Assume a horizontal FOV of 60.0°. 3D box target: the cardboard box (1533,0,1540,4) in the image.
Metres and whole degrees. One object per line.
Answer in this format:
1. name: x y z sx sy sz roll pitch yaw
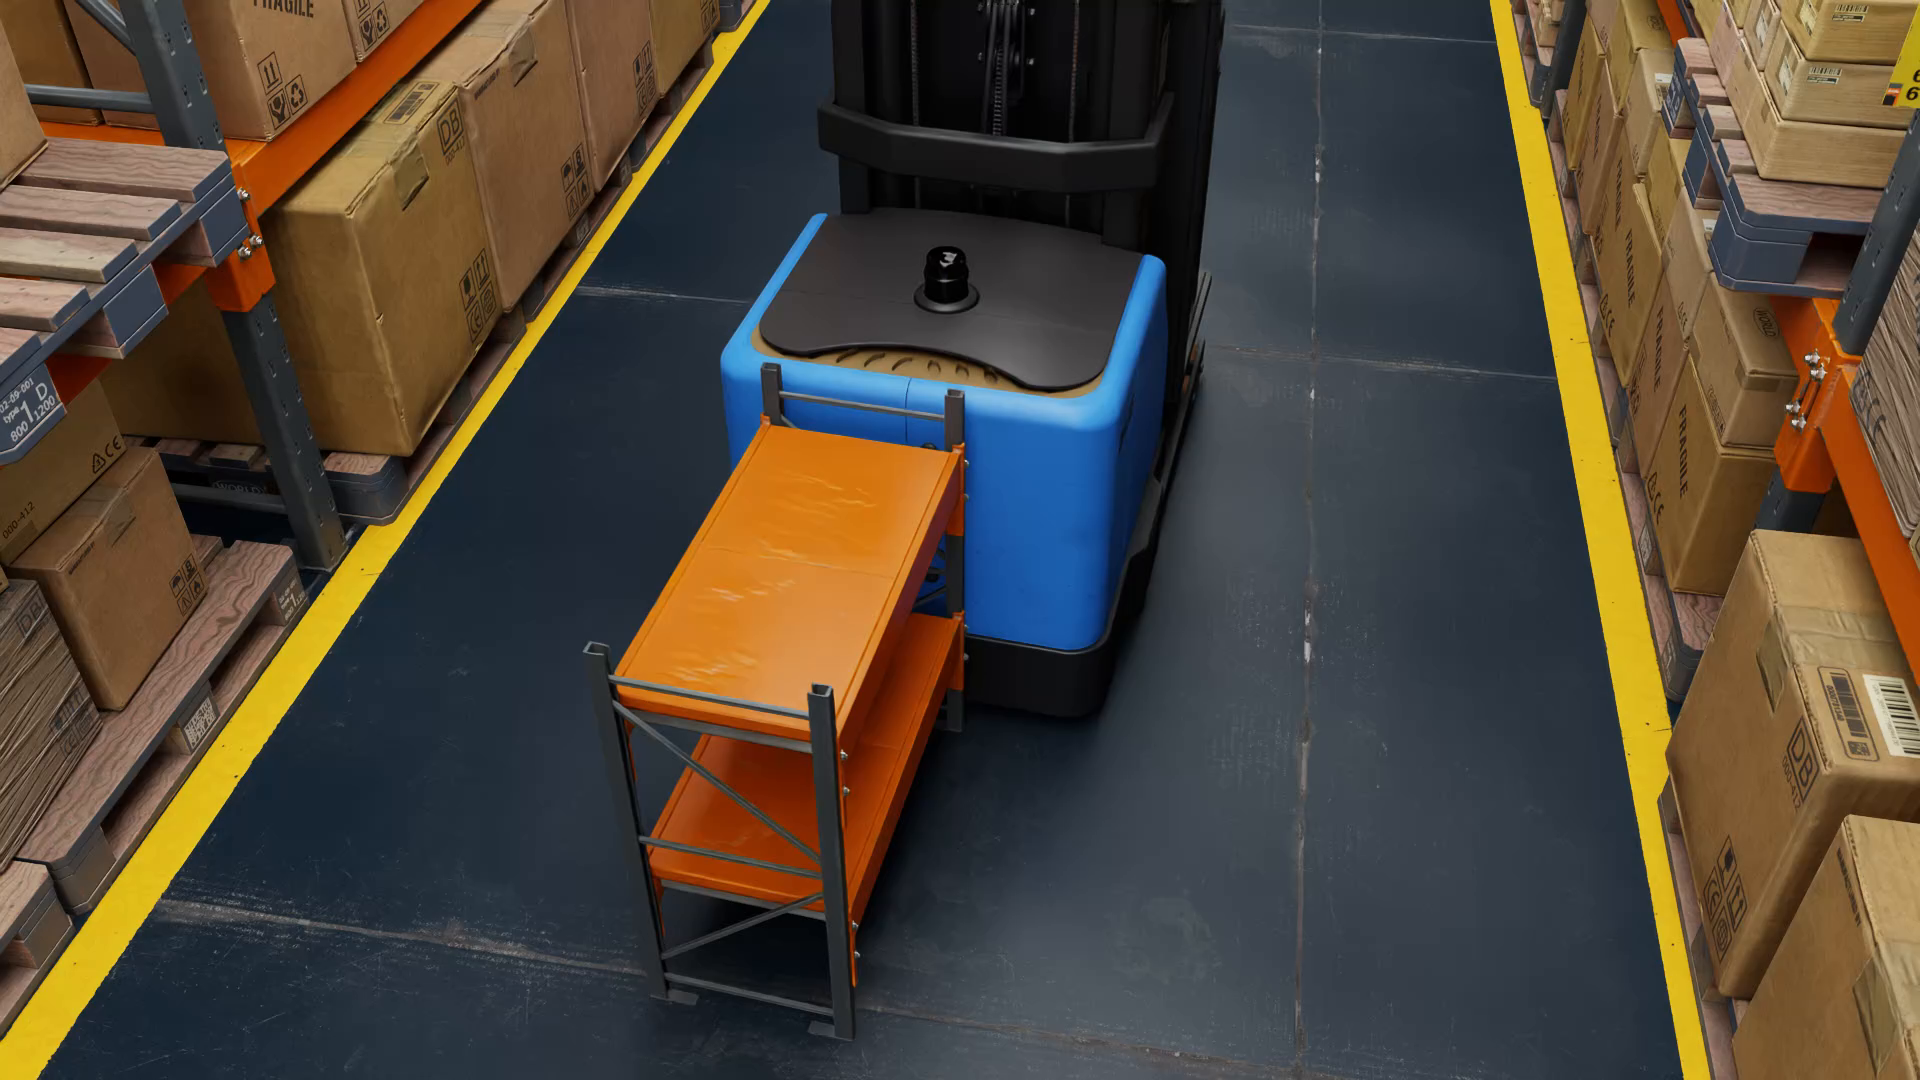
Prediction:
1. cardboard box: 2.987 -2.716 8.089 0.380 0.149 0.250 5 40 6

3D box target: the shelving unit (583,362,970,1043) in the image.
1. shelving unit: -0.360 0.366 3.924 0.538 1.125 1.048 9 40 11

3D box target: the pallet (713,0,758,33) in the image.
1. pallet: -1.514 -3.046 8.769 1.003 0.211 1.213 6 40 8

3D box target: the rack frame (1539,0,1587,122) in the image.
1. rack frame: 3.145 -3.042 6.576 1.000 3.000 0.127 6 40 8

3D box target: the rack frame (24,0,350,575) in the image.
1. rack frame: -2.415 -1.142 4.278 1.000 3.000 0.127 6 40 8

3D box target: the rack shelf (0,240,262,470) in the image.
1. rack shelf: -2.761 0.390 2.989 1.077 0.370 4.000 6 40 8

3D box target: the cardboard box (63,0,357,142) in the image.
1. cardboard box: -2.062 -1.456 4.578 0.500 0.500 0.500 8 40 9

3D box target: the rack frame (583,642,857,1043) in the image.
1. rack frame: -0.486 0.680 3.545 0.500 1.125 0.032 9 40 11

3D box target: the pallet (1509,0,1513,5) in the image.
1. pallet: 3.435 -3.161 8.907 1.003 0.211 1.213 6 40 8

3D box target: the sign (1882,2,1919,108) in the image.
1. sign: 1.917 -1.002 3.261 0.100 0.325 0.005 6 40 8

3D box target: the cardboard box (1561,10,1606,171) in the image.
1. cardboard box: 2.756 -1.806 6.713 0.500 0.500 0.500 8 40 9

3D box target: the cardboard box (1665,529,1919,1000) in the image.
1. cardboard box: 2.259 0.546 3.672 1.050 0.750 0.750 6 40 7

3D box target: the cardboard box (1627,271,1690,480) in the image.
1. cardboard box: 2.403 -0.498 5.130 0.500 0.500 0.500 8 40 9

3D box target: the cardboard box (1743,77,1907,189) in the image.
1. cardboard box: 2.086 -0.957 3.921 0.380 0.149 0.250 7 40 8

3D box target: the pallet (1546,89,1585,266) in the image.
1. pallet: 3.012 -1.479 6.873 1.003 0.211 1.213 6 40 8

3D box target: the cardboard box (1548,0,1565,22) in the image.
1. cardboard box: 2.887 -2.453 7.537 0.380 0.149 0.250 7 40 9

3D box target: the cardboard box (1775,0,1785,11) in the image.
1. cardboard box: 2.132 -1.342 3.919 0.380 0.149 0.250 6 40 7

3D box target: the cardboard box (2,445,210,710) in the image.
1. cardboard box: -2.511 0.074 4.423 0.700 0.500 0.500 4 40 5

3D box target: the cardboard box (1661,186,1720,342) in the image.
1. cardboard box: 2.390 -0.796 4.902 0.500 0.250 0.500 7 40 8

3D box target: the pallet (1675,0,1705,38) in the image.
1. pallet: 2.755 -1.705 5.108 1.003 0.211 1.213 6 40 8

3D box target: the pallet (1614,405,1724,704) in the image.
1. pallet: 2.590 0.053 5.021 1.003 0.211 1.213 6 40 8

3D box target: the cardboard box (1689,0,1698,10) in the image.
1. cardboard box: 2.266 -1.599 4.698 0.380 0.149 0.250 5 40 6

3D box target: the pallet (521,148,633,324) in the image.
1. pallet: -1.991 -1.317 6.678 1.003 0.211 1.213 6 40 8

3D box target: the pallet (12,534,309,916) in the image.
1. pallet: -2.551 0.423 4.573 1.003 0.211 1.213 6 40 8

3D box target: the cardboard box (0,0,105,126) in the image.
1. cardboard box: -2.573 -1.518 4.653 0.500 0.500 0.500 8 40 9

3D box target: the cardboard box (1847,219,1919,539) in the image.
1. cardboard box: 2.109 -0.318 3.203 0.500 0.500 0.500 7 40 8

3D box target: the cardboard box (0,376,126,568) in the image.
1. cardboard box: -2.501 -0.214 4.182 0.500 0.250 0.500 8 40 9

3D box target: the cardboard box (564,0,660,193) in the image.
1. cardboard box: -1.967 -2.031 6.690 1.225 0.875 0.875 5 40 6

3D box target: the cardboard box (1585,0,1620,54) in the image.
1. cardboard box: 2.757 -2.095 6.474 0.500 0.250 0.500 5 40 6

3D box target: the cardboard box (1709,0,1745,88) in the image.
1. cardboard box: 2.174 -1.274 4.305 0.380 0.149 0.250 7 40 8

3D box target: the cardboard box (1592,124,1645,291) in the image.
1. cardboard box: 2.589 -1.144 5.911 0.500 0.500 0.500 7 40 8

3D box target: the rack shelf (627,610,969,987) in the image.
1. rack shelf: -0.360 0.555 4.080 0.538 0.278 1.000 9 40 11

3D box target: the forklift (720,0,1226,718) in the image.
1. forklift: 0.242 -1.591 4.874 1.130 2.935 3.031 9 40 11

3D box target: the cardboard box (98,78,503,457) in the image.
1. cardboard box: -2.275 -0.916 5.342 1.225 0.875 0.875 5 40 6

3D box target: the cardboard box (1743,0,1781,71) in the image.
1. cardboard box: 2.135 -1.240 4.029 0.380 0.149 0.250 8 40 9

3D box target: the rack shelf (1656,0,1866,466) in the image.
1. rack shelf: 2.799 -1.510 5.287 1.077 0.370 4.000 6 40 8

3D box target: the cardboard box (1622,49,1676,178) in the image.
1. cardboard box: 2.575 -1.441 5.683 0.500 0.250 0.500 8 40 9
